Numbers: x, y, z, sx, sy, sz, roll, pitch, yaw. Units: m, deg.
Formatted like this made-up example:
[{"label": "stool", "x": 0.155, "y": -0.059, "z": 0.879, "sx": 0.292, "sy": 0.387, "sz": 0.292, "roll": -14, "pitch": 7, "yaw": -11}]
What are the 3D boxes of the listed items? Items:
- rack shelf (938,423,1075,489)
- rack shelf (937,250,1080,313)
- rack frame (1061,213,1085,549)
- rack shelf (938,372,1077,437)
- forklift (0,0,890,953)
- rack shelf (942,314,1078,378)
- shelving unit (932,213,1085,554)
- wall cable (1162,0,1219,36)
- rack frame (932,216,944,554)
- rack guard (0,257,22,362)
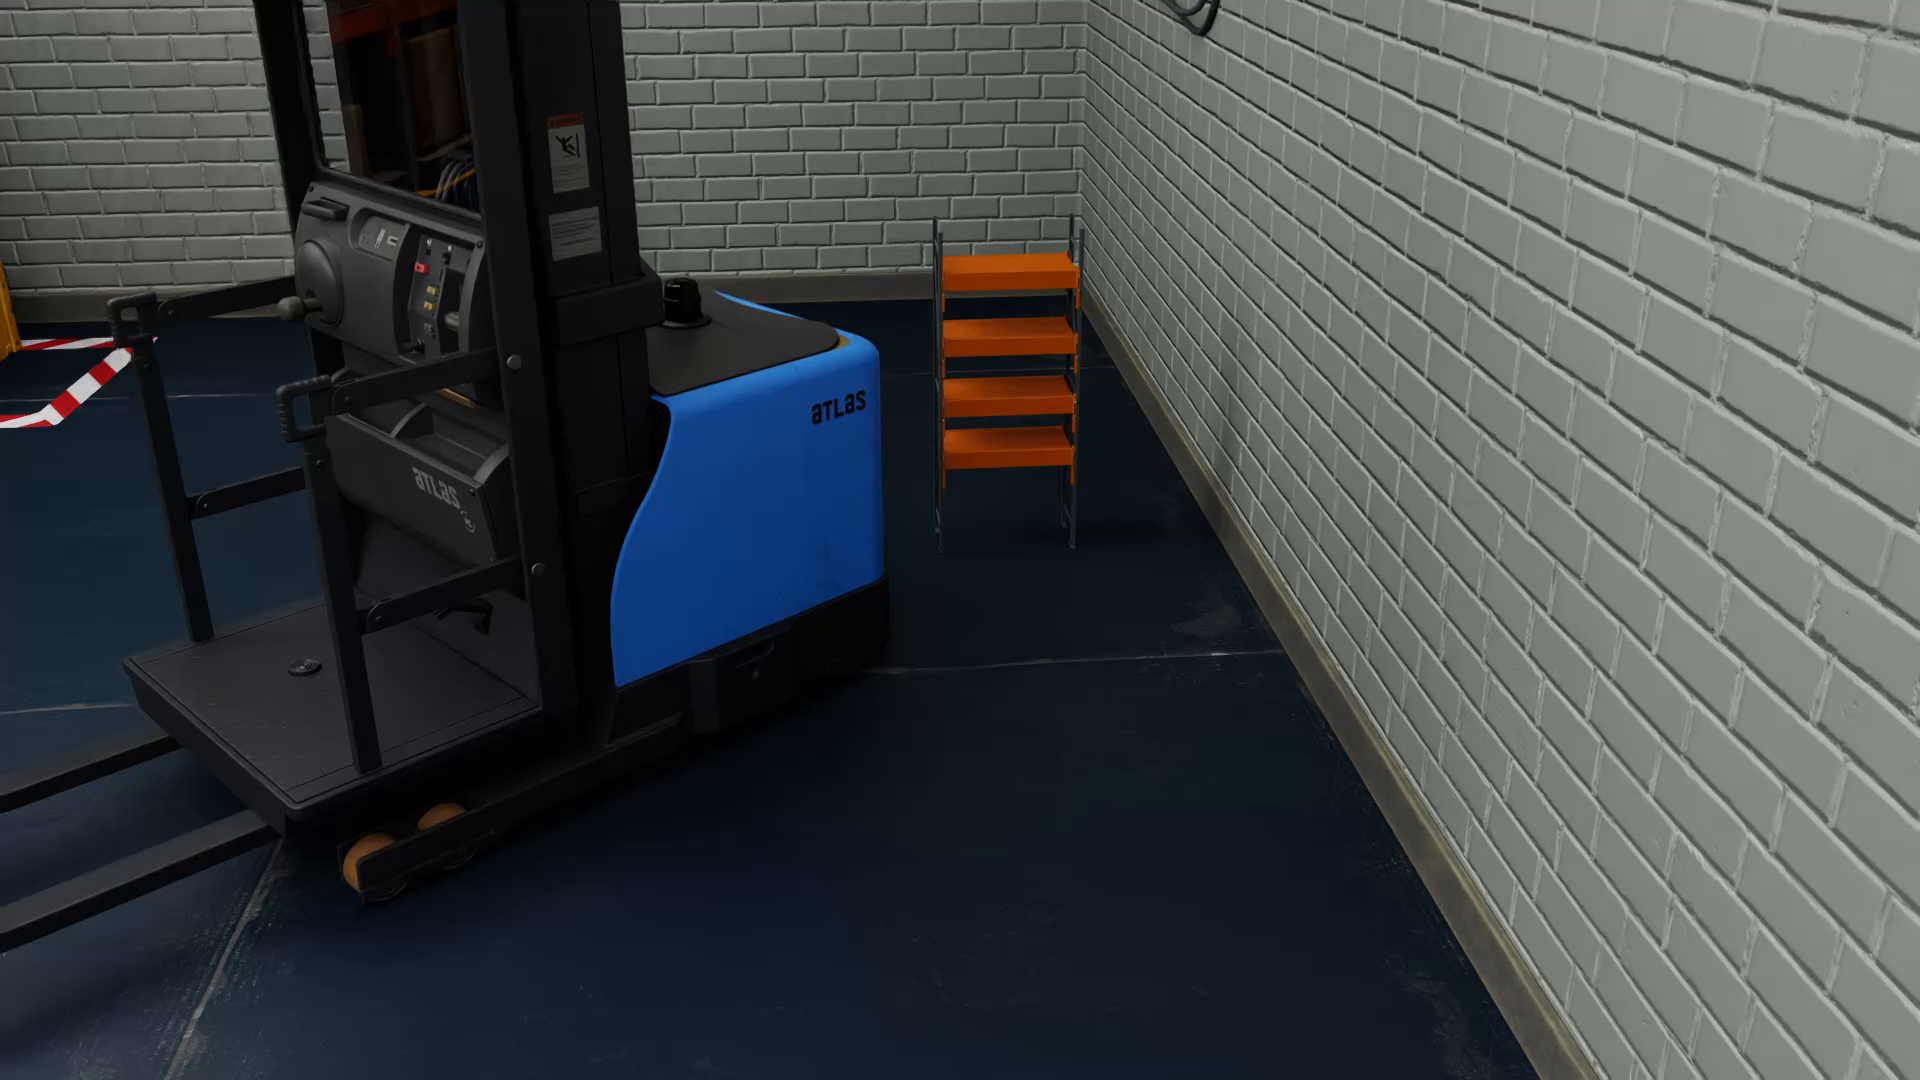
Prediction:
[{"label": "rack shelf", "x": 0.165, "y": -0.312, "z": 6.129, "sx": 0.480, "sy": 0.148, "sz": 0.258, "roll": -2, "pitch": 24, "yaw": -5}, {"label": "rack shelf", "x": 0.165, "y": -0.914, "z": 5.862, "sx": 0.480, "sy": 0.148, "sz": 0.258, "roll": -2, "pitch": 24, "yaw": -5}, {"label": "rack frame", "x": 0.408, "y": -0.565, "z": 6.043, "sx": 0.015, "sy": 1.200, "sz": 0.240, "roll": -2, "pitch": 24, "yaw": -5}, {"label": "rack shelf", "x": 0.165, "y": -0.493, "z": 6.048, "sx": 0.480, "sy": 0.148, "sz": 0.258, "roll": -2, "pitch": 24, "yaw": -5}, {"label": "forklift", "x": -1.621, "y": -0.665, "z": 4.138, "sx": 1.130, "sy": 2.935, "sz": 3.031, "roll": 22, "pitch": 32, "yaw": 40}, {"label": "rack shelf", "x": 0.165, "y": -0.698, "z": 5.958, "sx": 0.480, "sy": 0.148, "sz": 0.258, "roll": -2, "pitch": 24, "yaw": -5}, {"label": "shelving unit", "x": 0.165, "y": -0.555, "z": 6.021, "sx": 0.503, "sy": 1.200, "sz": 0.258, "roll": -2, "pitch": 24, "yaw": -5}, {"label": "wall cable", "x": 0.758, "y": -3.527, "z": 6.929, "sx": 0.112, "sy": 2.526, "sz": 3.097, "roll": -2, "pitch": 24, "yaw": -5}, {"label": "rack frame", "x": -0.078, "y": -0.545, "z": 5.999, "sx": 0.015, "sy": 1.200, "sz": 0.240, "roll": -2, "pitch": 24, "yaw": -5}, {"label": "rack guard", "x": -4.882, "y": -0.982, "z": 7.843, "sx": 0.348, "sy": 0.500, "sz": 1.175, "roll": -2, "pitch": 24, "yaw": -5}]
